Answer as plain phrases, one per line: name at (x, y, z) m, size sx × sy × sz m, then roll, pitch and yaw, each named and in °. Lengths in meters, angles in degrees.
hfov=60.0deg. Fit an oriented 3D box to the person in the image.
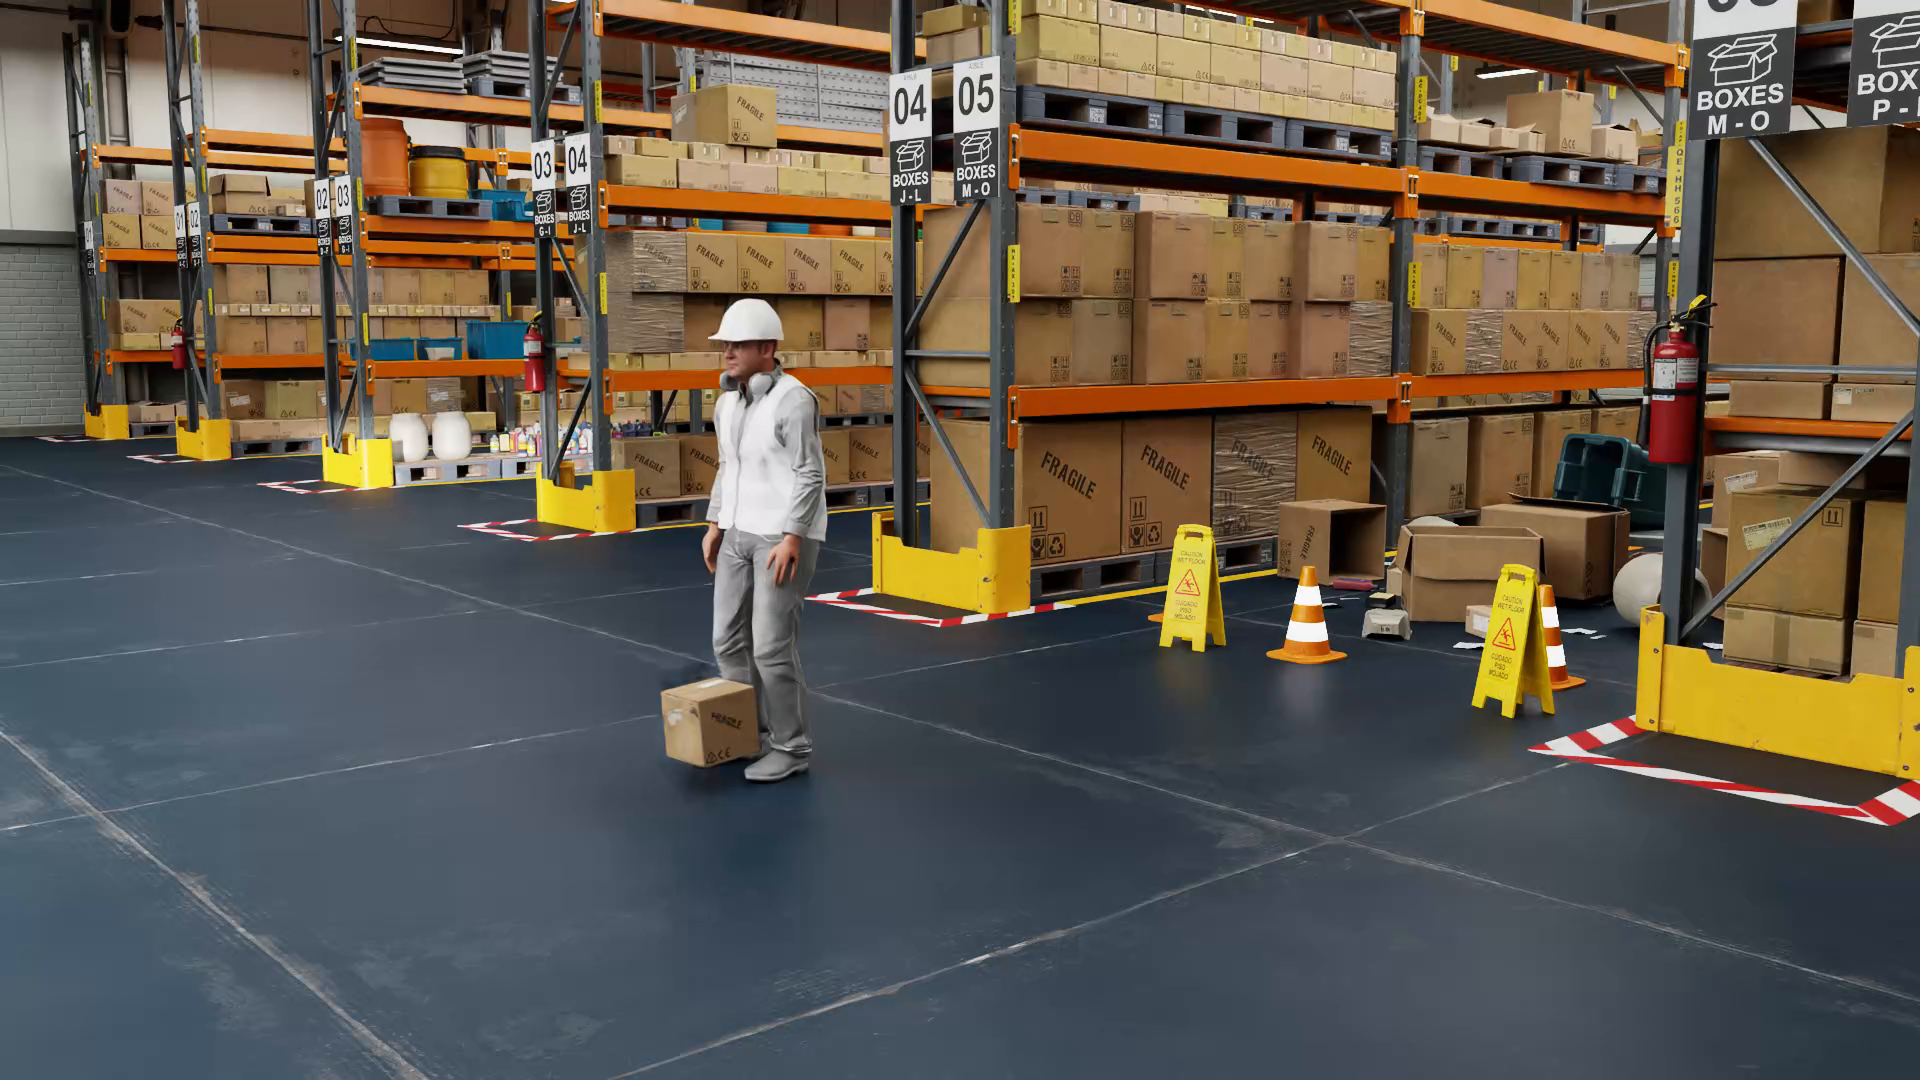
person at (-0.738, -0.009, 6.240) m, size 0.450 × 1.773 × 0.568 m, roll -7°, pitch 10°, yaw -43°
